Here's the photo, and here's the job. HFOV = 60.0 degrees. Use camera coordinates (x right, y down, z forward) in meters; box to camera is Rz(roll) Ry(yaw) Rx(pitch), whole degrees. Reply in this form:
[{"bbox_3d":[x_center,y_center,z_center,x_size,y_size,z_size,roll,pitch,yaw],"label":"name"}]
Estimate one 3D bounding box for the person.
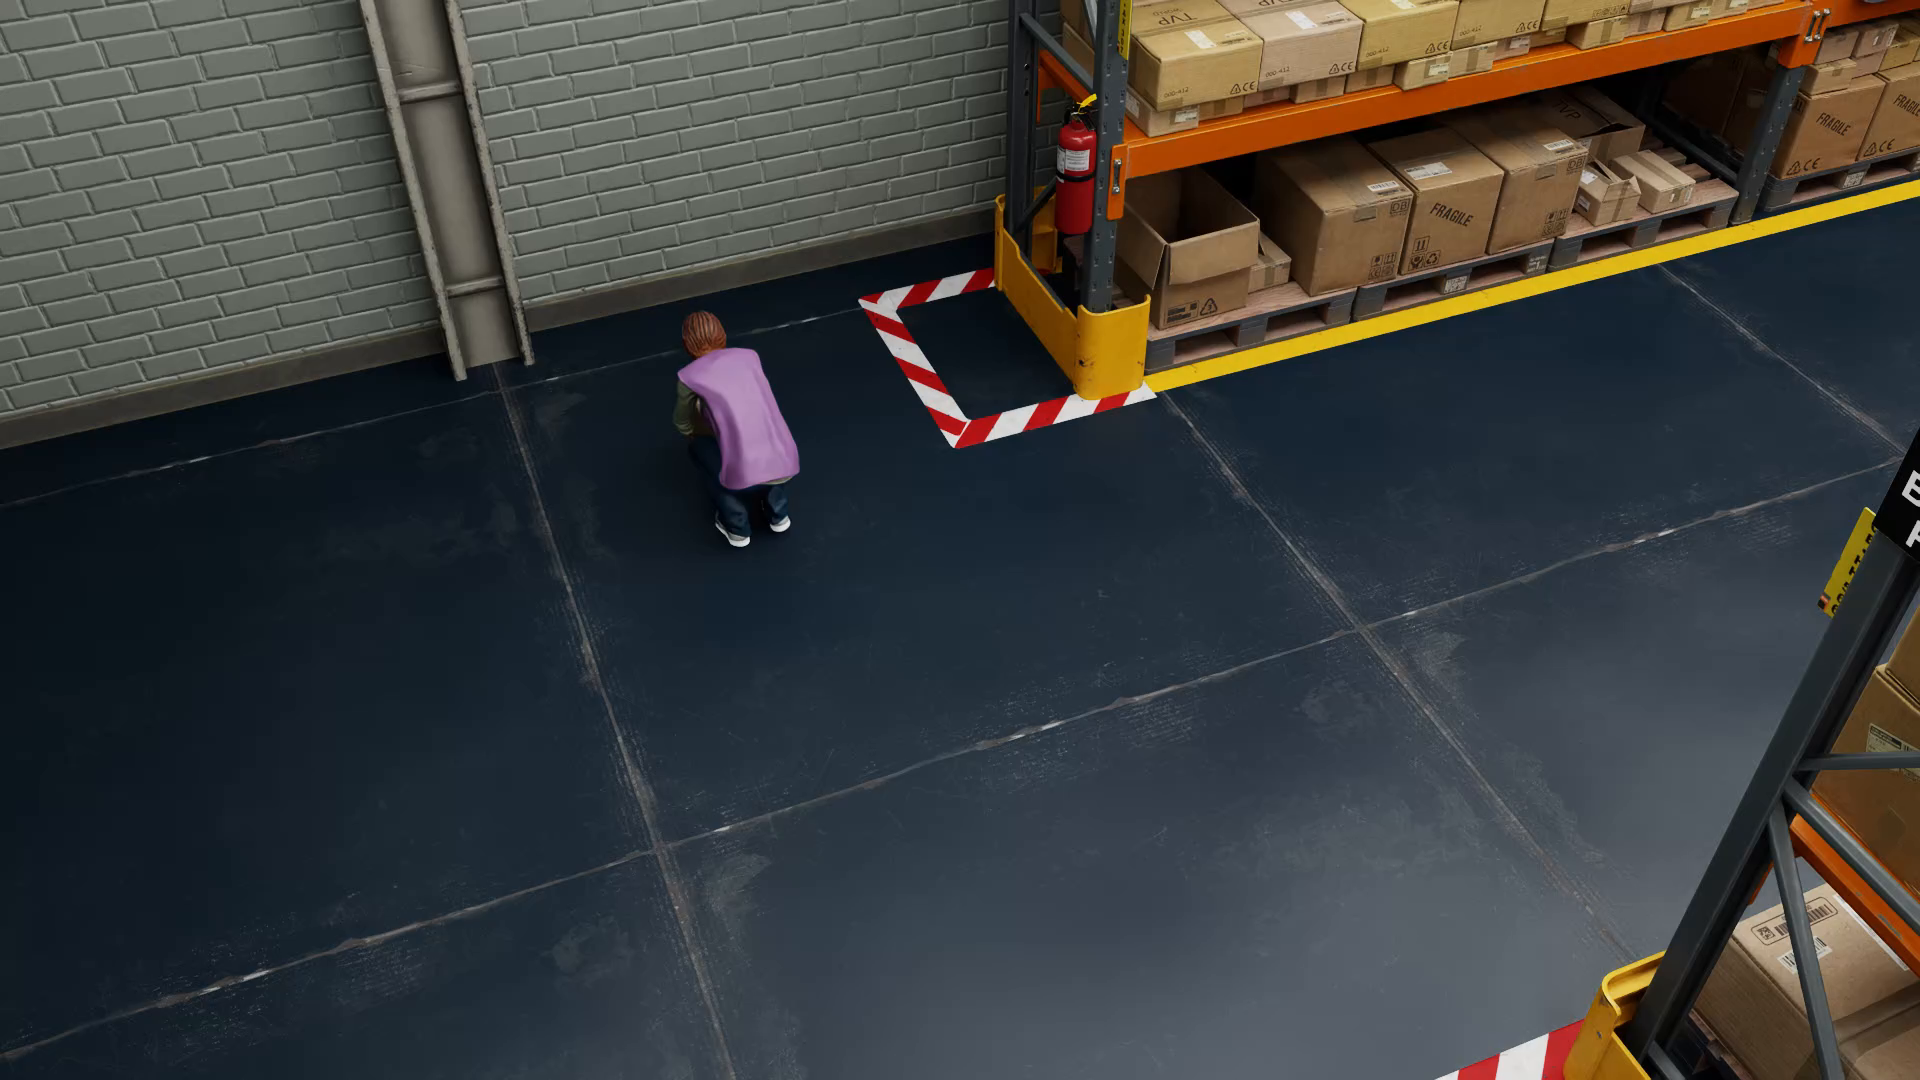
[{"bbox_3d":[-0.967,-0.455,7.207,0.475,0.876,0.797,-15,45,-16],"label":"person"}]
